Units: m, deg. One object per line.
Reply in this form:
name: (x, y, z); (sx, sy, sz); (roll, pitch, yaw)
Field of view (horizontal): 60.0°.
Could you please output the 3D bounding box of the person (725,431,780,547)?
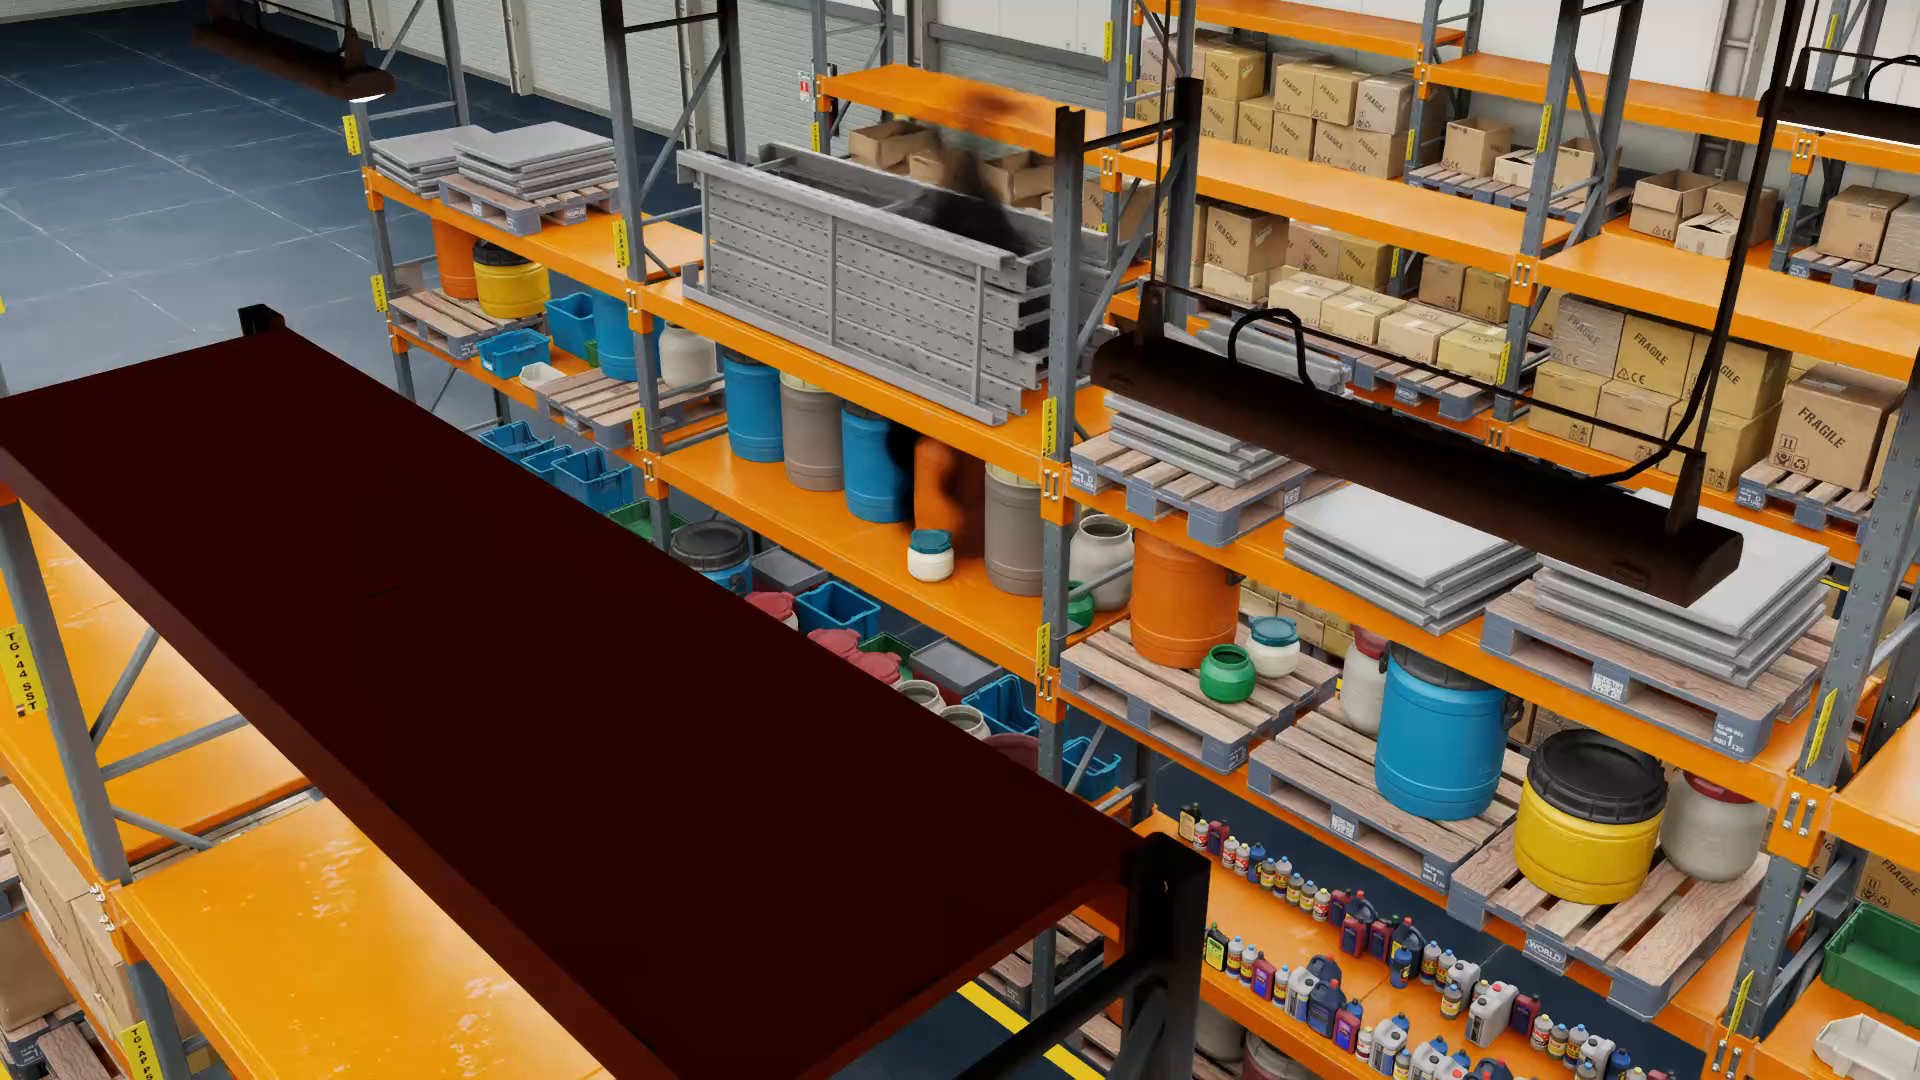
person: (-1.895, -0.467, 16.094); (0.867, 1.549, 0.684); (7, 29, 13)
